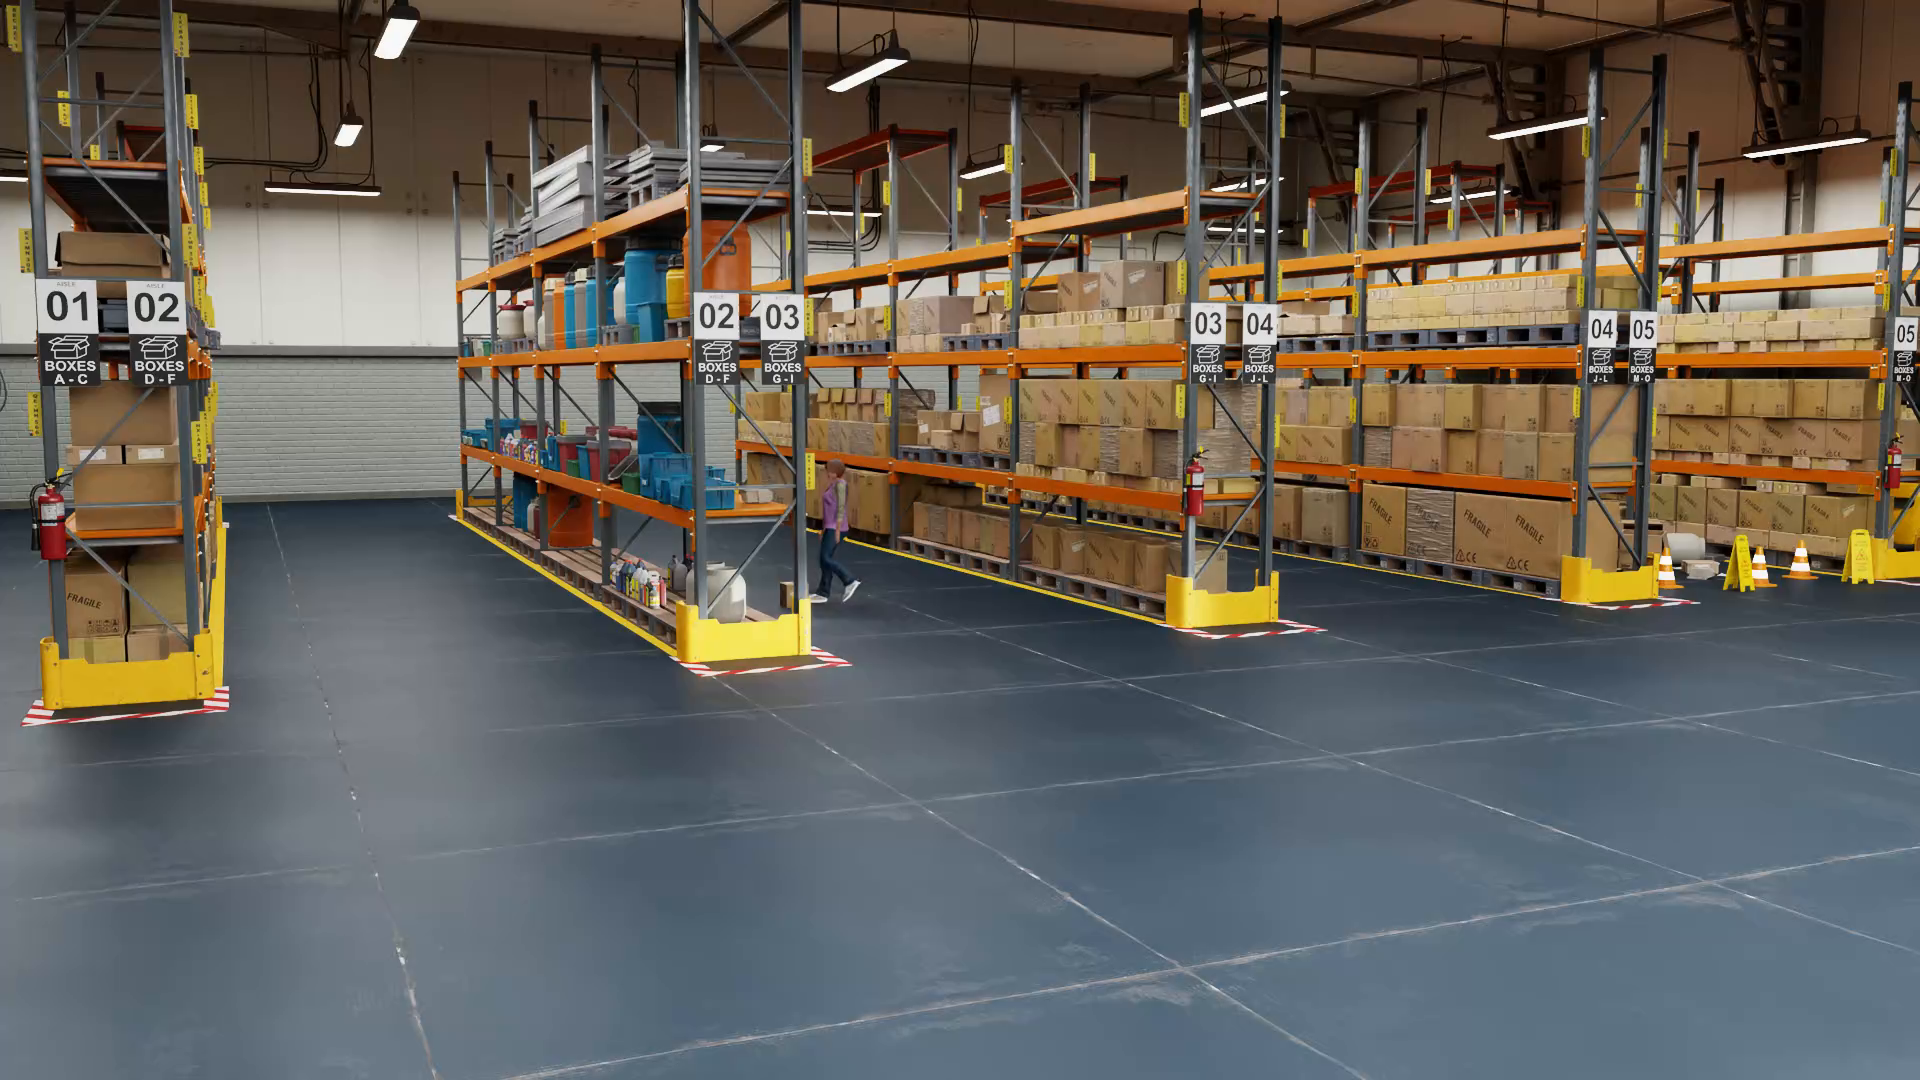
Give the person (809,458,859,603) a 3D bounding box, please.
[{"bbox_3d":[-1.422,-0.099,18.169,0.595,1.586,0.447,-1,6,-14],"label":"person"}]
